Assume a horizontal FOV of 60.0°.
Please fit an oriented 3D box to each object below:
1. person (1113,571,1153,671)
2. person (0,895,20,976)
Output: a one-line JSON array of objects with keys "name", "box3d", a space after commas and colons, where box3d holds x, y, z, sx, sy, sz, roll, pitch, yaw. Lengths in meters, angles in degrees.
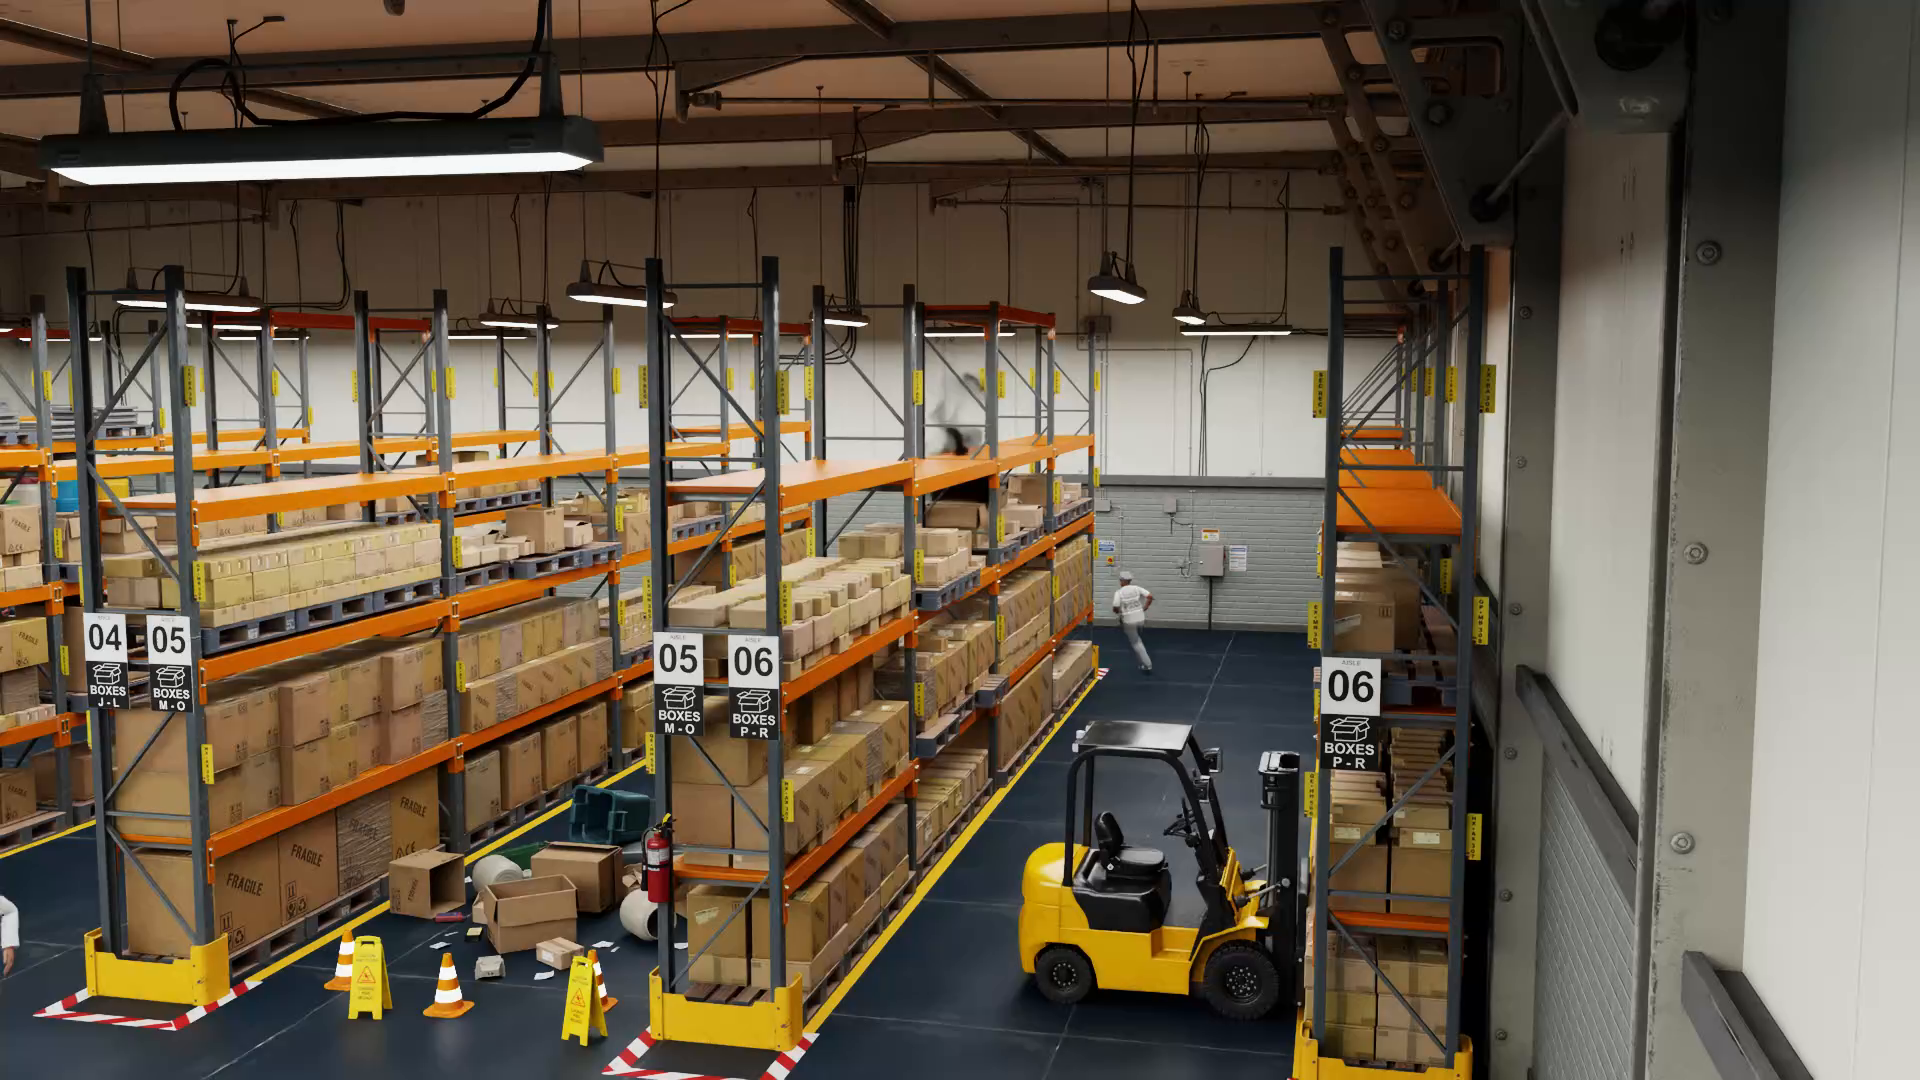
[{"name": "person", "box3d": [2.975, 1.428, 28.591, 0.733, 1.787, 0.738, -3, 6, -26]}, {"name": "person", "box3d": [-6.964, 3.109, 11.603, 0.726, 1.817, 1.041, -3, 6, -24]}]
